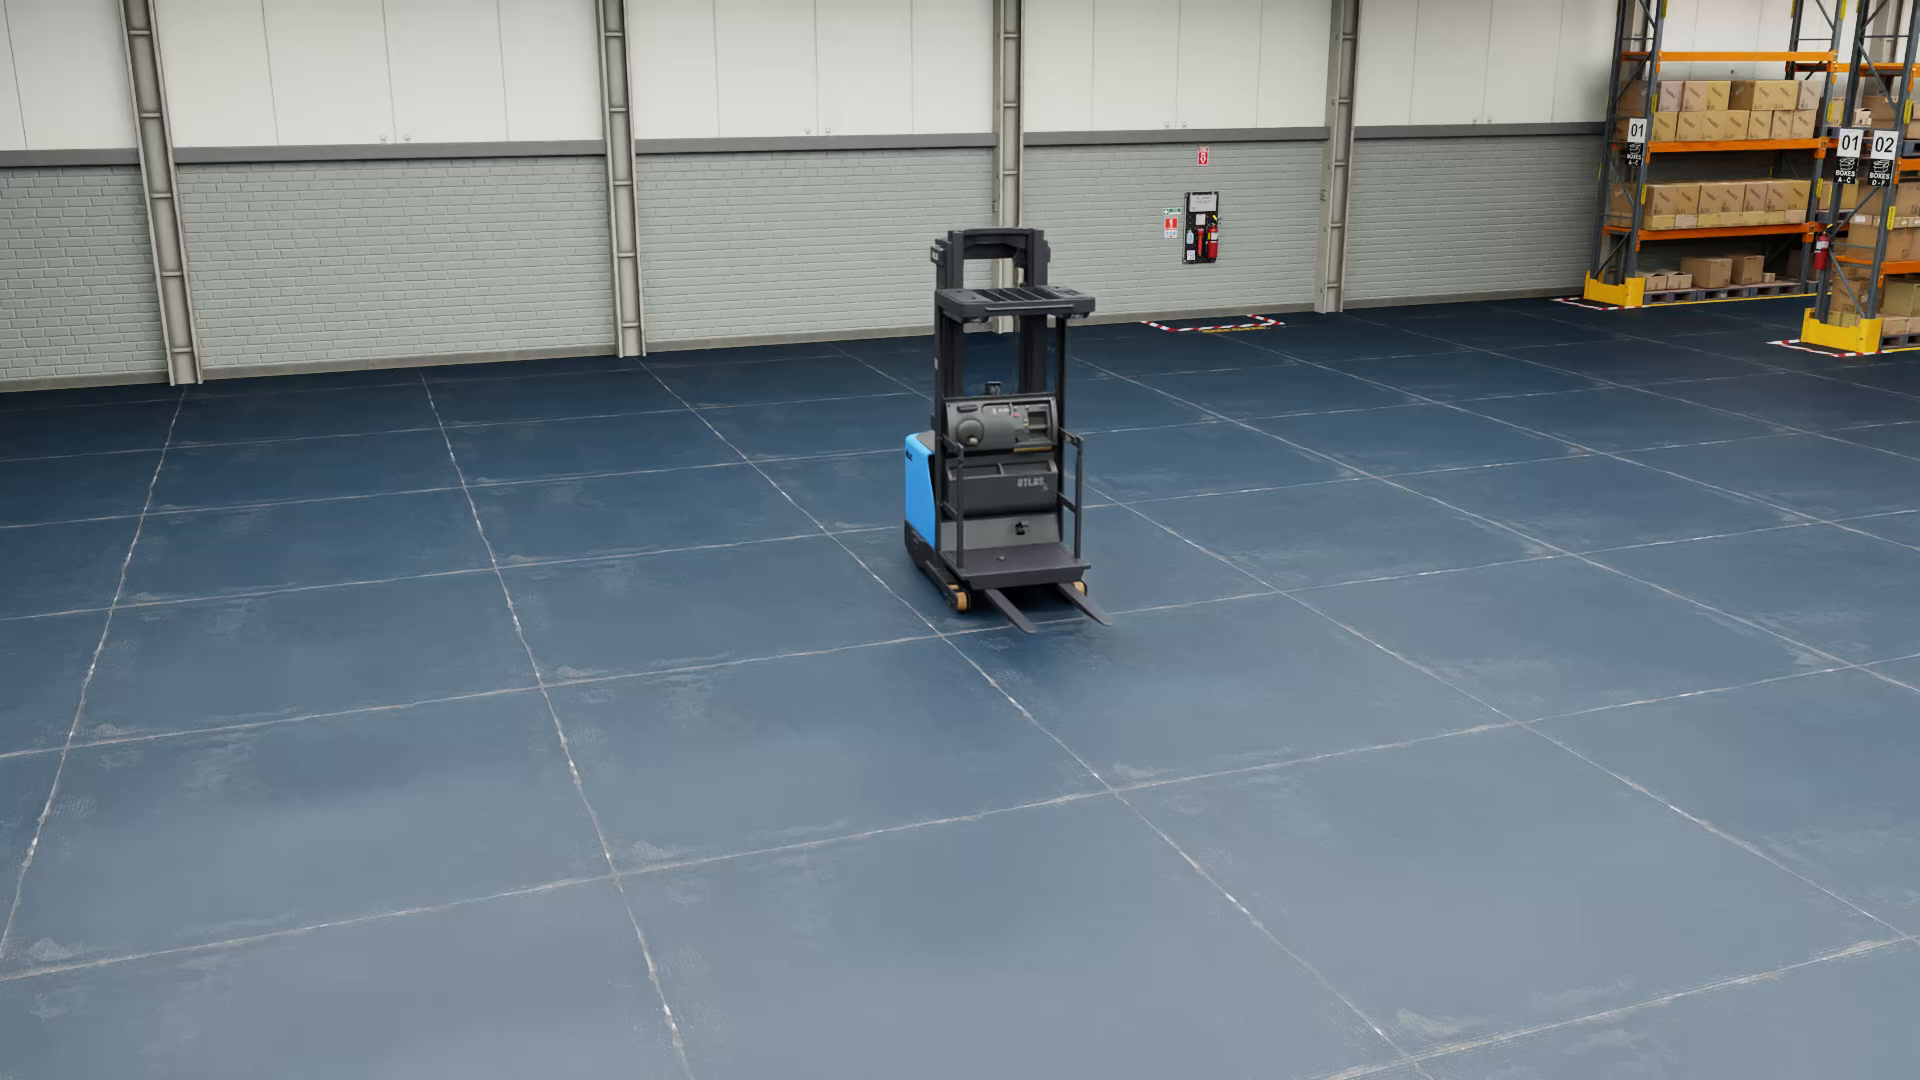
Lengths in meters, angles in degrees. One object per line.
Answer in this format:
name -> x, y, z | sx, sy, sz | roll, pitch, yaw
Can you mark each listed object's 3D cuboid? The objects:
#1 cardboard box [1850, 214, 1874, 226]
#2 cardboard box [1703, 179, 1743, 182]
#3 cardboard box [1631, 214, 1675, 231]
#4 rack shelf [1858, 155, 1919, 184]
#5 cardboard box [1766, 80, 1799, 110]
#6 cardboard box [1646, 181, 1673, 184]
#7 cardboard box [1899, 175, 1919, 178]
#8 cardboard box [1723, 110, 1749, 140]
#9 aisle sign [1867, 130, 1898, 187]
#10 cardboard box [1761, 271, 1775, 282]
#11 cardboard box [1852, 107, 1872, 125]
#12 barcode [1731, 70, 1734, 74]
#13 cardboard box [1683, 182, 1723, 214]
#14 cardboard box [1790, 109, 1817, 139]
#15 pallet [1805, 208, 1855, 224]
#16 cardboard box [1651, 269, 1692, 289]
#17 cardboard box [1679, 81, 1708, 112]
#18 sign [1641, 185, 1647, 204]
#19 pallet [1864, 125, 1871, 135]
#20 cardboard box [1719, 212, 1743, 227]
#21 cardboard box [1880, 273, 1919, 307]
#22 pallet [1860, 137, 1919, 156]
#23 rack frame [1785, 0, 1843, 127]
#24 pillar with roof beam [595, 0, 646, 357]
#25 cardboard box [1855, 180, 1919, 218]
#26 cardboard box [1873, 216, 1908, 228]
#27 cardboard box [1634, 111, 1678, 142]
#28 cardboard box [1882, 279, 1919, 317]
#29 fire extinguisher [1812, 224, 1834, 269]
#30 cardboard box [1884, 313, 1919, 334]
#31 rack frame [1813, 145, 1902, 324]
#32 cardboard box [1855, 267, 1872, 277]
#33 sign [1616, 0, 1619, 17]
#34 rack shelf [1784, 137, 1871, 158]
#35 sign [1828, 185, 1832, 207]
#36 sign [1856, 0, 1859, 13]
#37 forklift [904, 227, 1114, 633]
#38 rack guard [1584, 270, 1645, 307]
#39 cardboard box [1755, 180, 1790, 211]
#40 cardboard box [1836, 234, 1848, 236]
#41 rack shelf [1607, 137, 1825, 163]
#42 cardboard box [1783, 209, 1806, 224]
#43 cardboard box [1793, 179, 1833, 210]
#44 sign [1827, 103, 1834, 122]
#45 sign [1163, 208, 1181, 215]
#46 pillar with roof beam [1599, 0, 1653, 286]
cardboard box -> 13.668, -4.836, 25.067 | 0.250, 0.149, 0.380 | -6, 18, -21
cardboard box -> 13.873, -6.300, 30.279 | 0.500, 0.500, 0.500 | -6, 17, -19
cardboard box -> 12.172, -5.595, 29.209 | 0.500, 0.250, 0.500 | -7, 18, -22
rack shelf -> 15.247, -5.684, 25.236 | 4.000, 0.370, 1.077 | -6, 17, -20
cardboard box -> 14.457, -7.891, 29.487 | 0.500, 0.500, 0.500 | -5, 17, -17
cardboard box -> 12.441, -6.140, 29.736 | 0.500, 0.500, 0.500 | -6, 17, -19
cardboard box -> 18.126, -6.643, 31.591 | 0.500, 0.500, 0.700 | -8, 18, -25
cardboard box -> 13.495, -7.314, 29.296 | 0.500, 0.500, 0.500 | -5, 17, -17
aisle sign -> 13.427, -5.549, 24.207 | 0.004, 0.787, 0.394 | -6, 17, -20
cardboard box -> 14.849, -4.884, 30.807 | 0.250, 0.166, 0.380 | -9, 18, -27
cardboard box -> 16.452, -7.789, 30.539 | 0.500, 0.311, 0.500 | -6, 17, -18
barcode -> 13.886, -8.418, 29.898 | 0.075, 0.075, 0.001 | -6, 17, -20
cardboard box -> 13.106, -6.055, 29.447 | 0.500, 0.500, 0.500 | -7, 18, -22
cardboard box -> 14.953, -7.475, 29.845 | 0.500, 0.500, 0.500 | -6, 17, -19
pallet -> 16.104, -6.041, 30.840 | 1.213, 0.211, 1.003 | -6, 17, -20
cardboard box -> 12.814, -4.716, 29.977 | 0.500, 0.311, 0.500 | -5, 17, -15
cardboard box -> 12.536, -7.680, 28.768 | 0.500, 0.500, 0.500 | -6, 18, -21
sign -> 11.797, -5.964, 28.699 | 0.005, 0.325, 0.100 | -6, 17, -20
pallet -> 16.920, -7.583, 30.760 | 1.003, 0.211, 1.213 | -6, 17, -20
cardboard box -> 13.603, -5.751, 29.741 | 0.500, 0.250, 0.500 | -6, 17, -20
cardboard box -> 14.702, -3.867, 25.900 | 0.500, 0.500, 0.500 | -6, 17, -20
pallet -> 14.049, -5.850, 24.680 | 1.213, 0.211, 1.003 | -6, 17, -20
rack frame -> 15.338, -8.973, 29.835 | 0.127, 3.000, 1.000 | -6, 17, -20
pillar with roof beam -> -3.321, -5.921, 19.440 | 0.400, 9.000, 9.100 | -6, 17, -20
cardboard box -> 13.869, -5.108, 24.840 | 0.500, 0.500, 0.700 | -6, 17, -20
cardboard box -> 13.823, -4.731, 24.707 | 0.250, 0.149, 0.380 | -6, 18, -20
cardboard box -> 12.005, -7.156, 28.758 | 0.500, 0.500, 0.500 | -6, 17, -19
cardboard box -> 14.426, -3.677, 25.251 | 0.500, 0.500, 0.500 | -6, 17, -20
fire extinguisher -> 13.103, -4.462, 25.257 | 0.183, 0.674, 0.296 | -6, 17, -20
cardboard box -> 14.425, -3.318, 25.358 | 0.500, 0.250, 0.500 | -6, 17, -20
rack frame -> 13.379, -4.388, 24.870 | 0.127, 3.000, 1.000 | -6, 17, -20
cardboard box -> 16.975, -5.291, 31.600 | 0.500, 0.500, 0.700 | -6, 17, -19
sign -> 11.424, -9.242, 28.812 | 0.005, 0.325, 0.100 | -6, 17, -20
rack shelf -> 17.206, -7.390, 31.046 | 4.000, 0.370, 1.077 | -6, 17, -20
sign -> 13.198, -5.202, 25.165 | 0.005, 0.325, 0.100 | -6, 17, -20
sign -> 13.198, -7.897, 24.373 | 0.005, 0.325, 0.100 | -6, 17, -20
forklift -> 0.401, -0.951, 13.287 | 1.130, 2.935, 3.031 | -5, 17, -15
rack guard -> 11.674, -4.500, 29.686 | 0.348, 0.500, 1.175 | -6, 17, -20
cardboard box -> 14.543, -6.211, 29.977 | 0.500, 0.500, 0.500 | -6, 17, -20
cardboard box -> 16.914, -5.644, 31.469 | 0.500, 0.250, 0.500 | -7, 18, -22
rack shelf -> 13.471, -6.987, 29.673 | 4.000, 0.370, 1.077 | -6, 17, -20
cardboard box -> 15.004, -5.905, 30.265 | 0.500, 0.250, 0.500 | -6, 17, -20
cardboard box -> 15.826, -6.396, 30.749 | 0.500, 0.500, 0.700 | -6, 17, -20
sign -> 15.540, -7.640, 29.702 | 0.005, 0.325, 0.100 | -6, 17, -20
sign -> 3.478, -5.386, 27.265 | 0.331, 0.109, 0.001 | -6, 17, -20
pillar with roof beam -> 13.488, -7.735, 25.620 | 0.400, 9.000, 9.100 | -6, 17, -20
